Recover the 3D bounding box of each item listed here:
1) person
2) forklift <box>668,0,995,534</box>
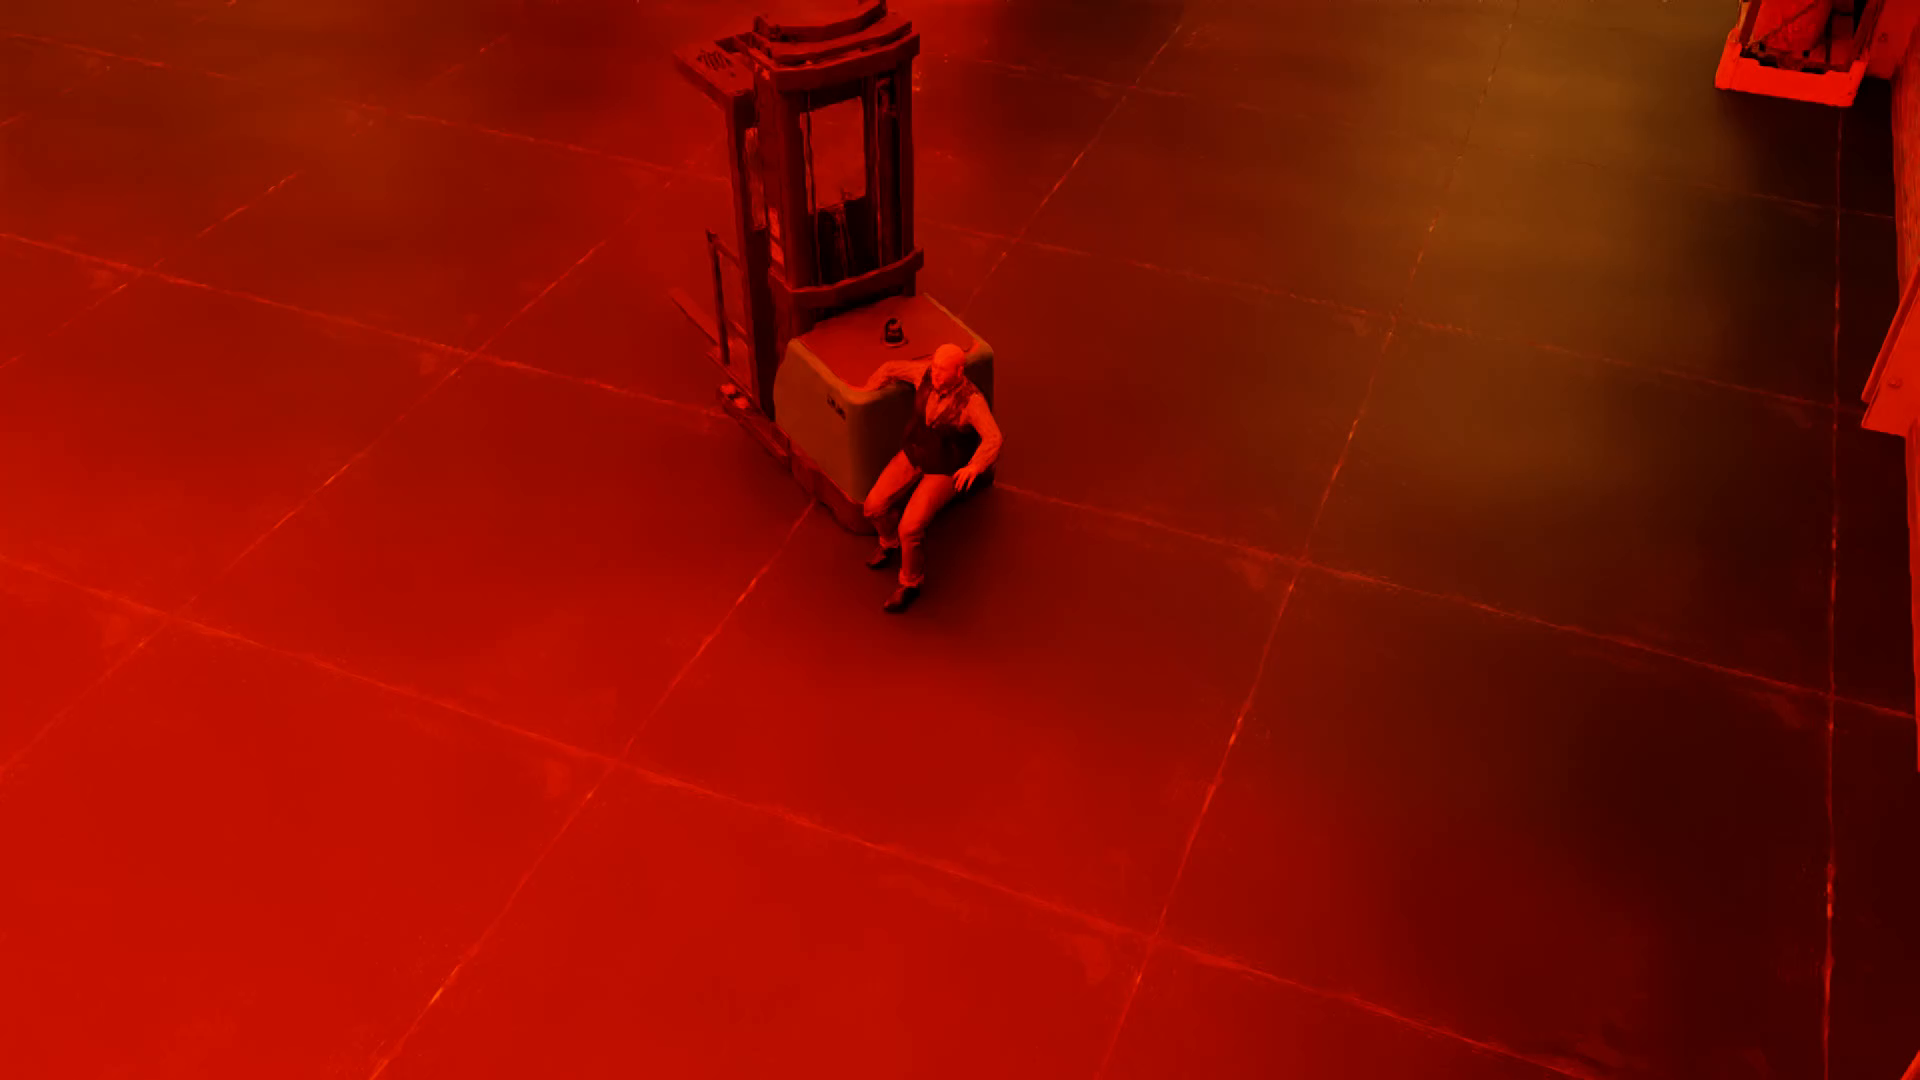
[{"bbox_3d":[-0.264,-0.396,9.605,1.057,1.495,0.865,21,44,23],"label":"person"},{"bbox_3d":[-1.012,-2.076,10.486,1.130,2.935,3.031,-23,45,-25],"label":"forklift"}]
